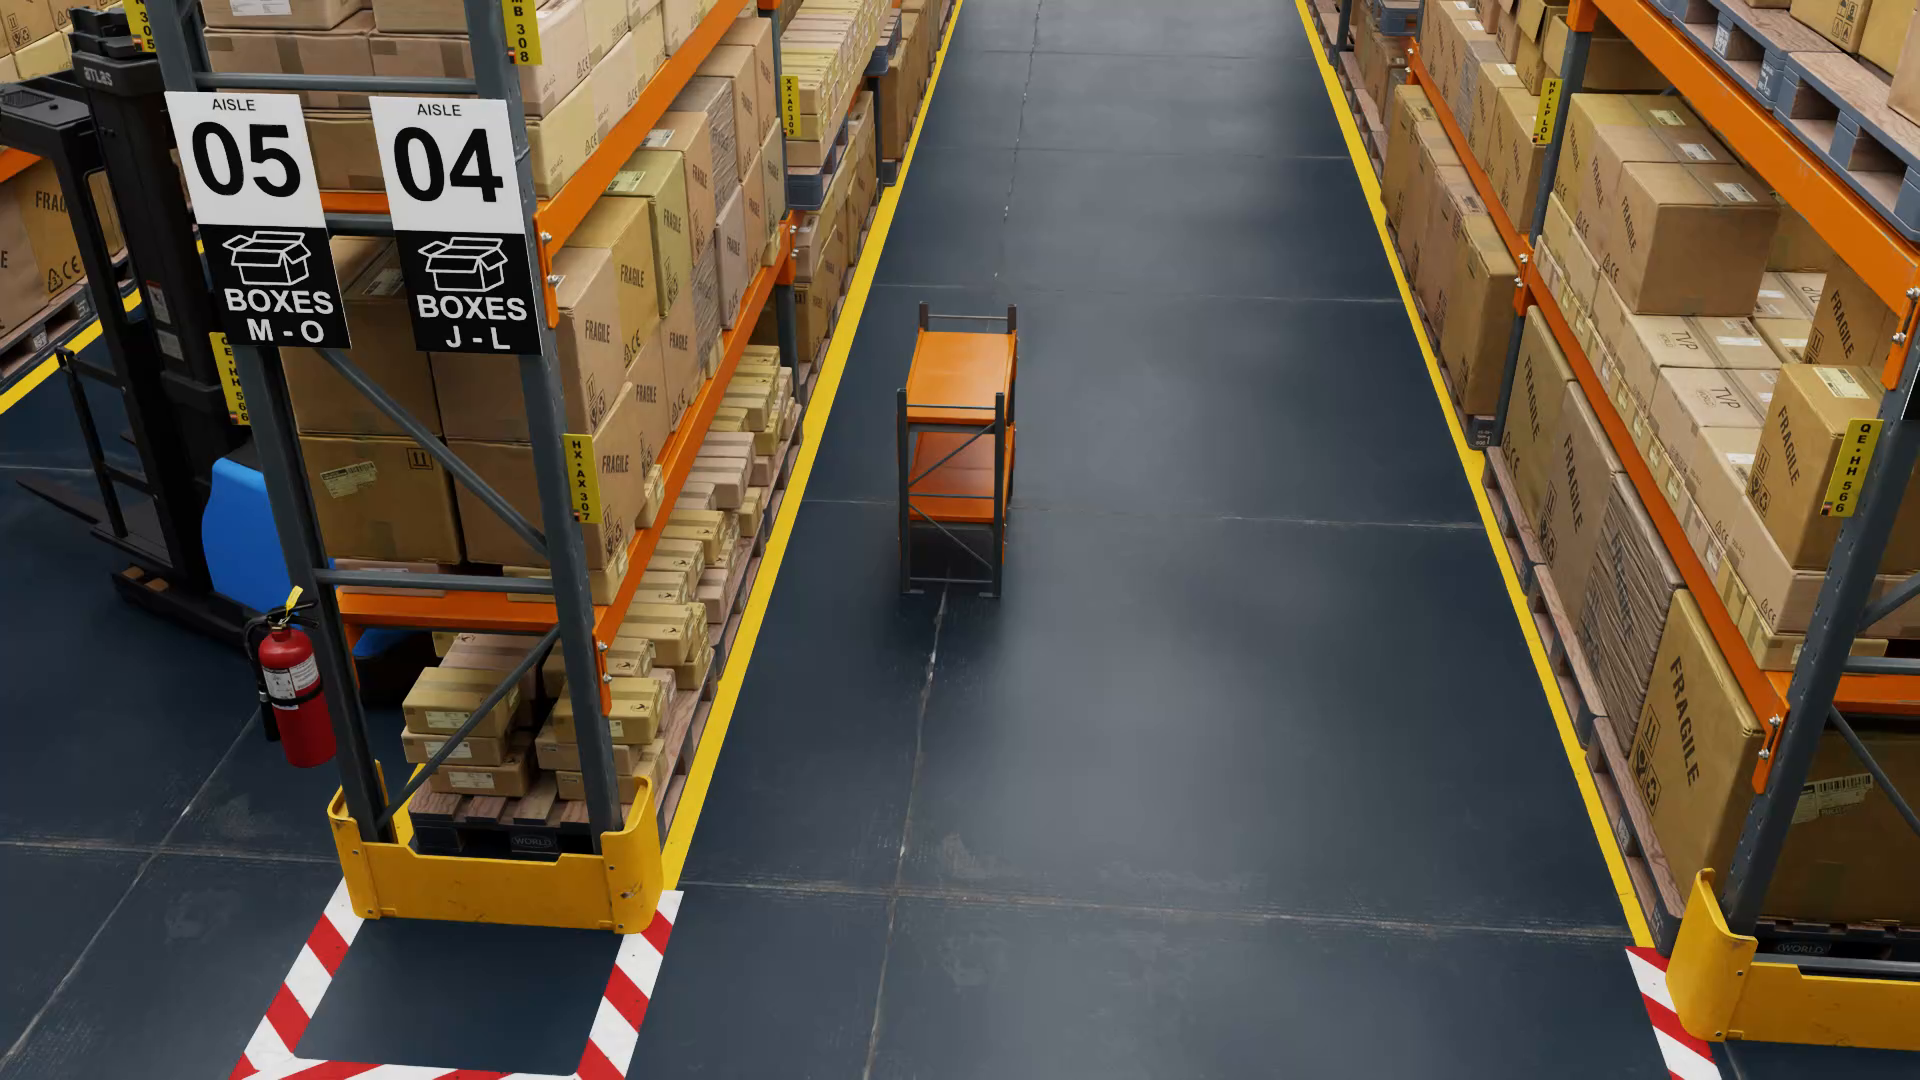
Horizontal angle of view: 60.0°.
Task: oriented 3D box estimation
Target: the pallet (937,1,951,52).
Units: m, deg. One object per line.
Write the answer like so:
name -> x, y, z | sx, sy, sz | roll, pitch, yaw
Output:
pallet -> -0.647, -5.333, 17.202 | 1.003, 0.211, 1.213 | 2, 32, 4

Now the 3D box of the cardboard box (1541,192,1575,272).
cardboard box -> 3.198, -1.506, 8.194 | 0.500, 0.250, 0.500 | 2, 32, 3

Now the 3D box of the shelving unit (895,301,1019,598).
shelving unit -> -0.001, -0.475, 8.449 | 0.538, 1.125, 1.048 | 2, 32, 4

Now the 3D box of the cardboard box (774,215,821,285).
cardboard box -> -1.115, -1.752, 10.001 | 0.500, 0.250, 0.500 | 1, 32, 2

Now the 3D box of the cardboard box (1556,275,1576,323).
cardboard box -> 3.099, -1.155, 8.005 | 0.380, 0.149, 0.250 | 3, 32, 6

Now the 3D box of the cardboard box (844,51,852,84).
cardboard box -> -0.868, -2.875, 10.112 | 0.380, 0.149, 0.250 | 4, 32, 6

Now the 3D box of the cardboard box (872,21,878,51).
cardboard box -> -0.761, -3.434, 11.302 | 0.380, 0.149, 0.250 | 2, 32, 3

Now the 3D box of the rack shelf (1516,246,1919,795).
rack shelf -> 3.334, -0.326, 7.105 | 1.077, 0.370, 4.000 | 2, 32, 4

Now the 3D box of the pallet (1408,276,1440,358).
pallet -> 3.581, -1.537, 11.043 | 1.003, 0.211, 1.213 | 2, 32, 4

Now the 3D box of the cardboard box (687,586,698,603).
cardboard box -> -1.399, 0.249, 7.520 | 0.380, 0.149, 0.250 | 1, 32, 2

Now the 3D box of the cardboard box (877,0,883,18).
cardboard box -> -0.738, -3.678, 11.414 | 0.380, 0.149, 0.250 | 3, 32, 5

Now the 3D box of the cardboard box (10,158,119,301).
cardboard box -> -6.344, -2.176, 11.046 | 0.875, 0.875, 0.875 | 3, 32, 5

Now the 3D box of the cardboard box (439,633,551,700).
cardboard box -> -1.896, 0.514, 6.807 | 0.380, 0.149, 0.250 | 3, 32, 5

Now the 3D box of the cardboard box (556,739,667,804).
cardboard box -> -1.402, 0.924, 6.709 | 0.380, 0.149, 0.250 | 3, 32, 5

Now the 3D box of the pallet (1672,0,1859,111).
pallet -> 3.318, -1.854, 6.124 | 1.003, 0.211, 1.213 | 2, 32, 4

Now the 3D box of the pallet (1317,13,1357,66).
pallet -> 4.168, -5.027, 16.705 | 1.003, 0.211, 1.213 | 2, 32, 4

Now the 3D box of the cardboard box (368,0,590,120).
cardboard box -> -1.468, -1.501, 5.133 | 0.500, 0.250, 0.500 | 3, 32, 5

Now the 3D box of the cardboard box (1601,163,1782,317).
cardboard box -> 3.118, -1.291, 7.130 | 0.500, 0.500, 0.500 | 1, 32, 2

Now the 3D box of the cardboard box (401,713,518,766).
cardboard box -> -2.005, 0.769, 6.676 | 0.380, 0.149, 0.250 | 2, 32, 3

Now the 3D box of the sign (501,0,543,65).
sign -> -1.223, -1.477, 4.595 | 0.100, 0.325, 0.005 | 2, 32, 4

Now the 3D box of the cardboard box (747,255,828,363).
cardboard box -> -1.114, -1.432, 10.197 | 0.500, 0.500, 0.500 | 4, 32, 6

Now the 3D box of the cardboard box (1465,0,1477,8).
cardboard box -> 3.747, -3.857, 11.099 | 0.797, 0.503, 0.637 | 3, 32, 6

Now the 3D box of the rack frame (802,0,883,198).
rack frame -> -1.113, -4.034, 12.437 | 1.000, 3.000, 0.127 | 2, 32, 4

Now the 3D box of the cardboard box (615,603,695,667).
cardboard box -> -1.332, 0.396, 6.999 | 0.380, 0.149, 0.250 | 2, 32, 4

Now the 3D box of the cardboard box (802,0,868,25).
cardboard box -> -0.803, -3.407, 10.692 | 0.380, 0.149, 0.250 | 4, 32, 6

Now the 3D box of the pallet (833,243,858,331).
pallet -> -1.280, -1.802, 11.473 | 1.003, 0.211, 1.213 | 2, 32, 4

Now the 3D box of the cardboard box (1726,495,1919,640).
cardboard box -> 2.946, 0.086, 5.610 | 0.500, 0.250, 0.500 | 2, 32, 3

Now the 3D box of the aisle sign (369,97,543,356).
aisle sign -> -1.471, -0.907, 4.884 | 0.394, 0.787, 0.004 | 2, 32, 4

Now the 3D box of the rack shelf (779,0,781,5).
rack shelf -> -1.275, -3.959, 10.142 | 1.077, 0.370, 4.000 | 2, 32, 4

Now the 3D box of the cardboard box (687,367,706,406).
cardboard box -> -1.335, -0.717, 7.294 | 0.380, 0.149, 0.250 | 4, 32, 6

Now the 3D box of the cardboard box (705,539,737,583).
cardboard box -> -1.290, 0.114, 8.023 | 0.380, 0.149, 0.250 | 2, 32, 4

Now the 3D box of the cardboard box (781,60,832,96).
cardboard box -> -0.931, -2.600, 9.382 | 0.380, 0.149, 0.250 | 3, 32, 5

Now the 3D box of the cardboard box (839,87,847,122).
cardboard box -> -0.885, -2.608, 9.962 | 0.380, 0.149, 0.250 | 3, 32, 4

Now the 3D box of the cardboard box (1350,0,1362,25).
cardboard box -> 4.260, -5.483, 16.770 | 0.500, 0.500, 0.500 | 13, 34, 19

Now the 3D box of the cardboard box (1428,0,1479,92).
cardboard box -> 3.472, -3.300, 11.150 | 0.500, 0.500, 0.500 | 2, 32, 3

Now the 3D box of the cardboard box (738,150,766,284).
cardboard box -> -1.240, -1.575, 8.068 | 0.500, 0.500, 0.500 | 2, 32, 3

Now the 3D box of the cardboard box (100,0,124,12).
cardboard box -> -5.900, -3.541, 11.303 | 0.500, 0.250, 0.500 | 2, 32, 3

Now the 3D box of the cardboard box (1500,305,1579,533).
cardboard box -> 3.364, -0.610, 8.506 | 0.875, 0.875, 0.875 | 2, 32, 4

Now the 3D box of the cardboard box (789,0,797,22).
cardboard box -> -1.372, -3.740, 11.800 | 0.380, 0.149, 0.250 | 4, 32, 6

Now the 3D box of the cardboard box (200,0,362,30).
cardboard box -> -2.030, -1.633, 4.968 | 0.380, 0.149, 0.250 | 2, 32, 4

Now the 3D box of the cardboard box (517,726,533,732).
cardboard box -> -2.009, 0.761, 6.973 | 0.380, 0.149, 0.250 | 3, 32, 5

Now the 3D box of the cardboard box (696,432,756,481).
cardboard box -> -1.231, -0.420, 8.323 | 0.380, 0.149, 0.250 | 1, 32, 2

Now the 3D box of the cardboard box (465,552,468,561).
cardboard box -> -1.961, -0.055, 6.220 | 0.380, 0.149, 0.250 | 2, 32, 4

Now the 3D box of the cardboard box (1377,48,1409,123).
cardboard box -> 3.929, -3.831, 14.071 | 0.700, 0.500, 0.500 | 5, 32, 8

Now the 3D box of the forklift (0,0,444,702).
forklift -> -3.589, -1.103, 7.746 | 3.031, 2.935, 1.130 | 19, 36, 28

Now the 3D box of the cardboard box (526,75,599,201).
cardboard box -> -1.473, -1.288, 5.265 | 0.500, 0.250, 0.500 | 4, 32, 6

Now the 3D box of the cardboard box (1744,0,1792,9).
cardboard box -> 3.261, -2.259, 6.106 | 0.700, 0.500, 0.500 | 4, 32, 6

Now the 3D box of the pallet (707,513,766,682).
pallet -> -1.554, 0.237, 8.164 | 1.003, 0.211, 1.213 | 2, 32, 4

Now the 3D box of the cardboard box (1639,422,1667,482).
cardboard box -> 2.974, -0.349, 6.697 | 0.380, 0.149, 0.250 | 3, 32, 4

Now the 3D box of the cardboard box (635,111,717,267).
cardboard box -> -1.326, -1.471, 6.946 | 0.500, 0.500, 0.500 | 1, 32, 2

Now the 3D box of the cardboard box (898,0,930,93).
cardboard box -> -0.830, -4.514, 14.960 | 1.050, 0.750, 0.750 | 2, 32, 4
